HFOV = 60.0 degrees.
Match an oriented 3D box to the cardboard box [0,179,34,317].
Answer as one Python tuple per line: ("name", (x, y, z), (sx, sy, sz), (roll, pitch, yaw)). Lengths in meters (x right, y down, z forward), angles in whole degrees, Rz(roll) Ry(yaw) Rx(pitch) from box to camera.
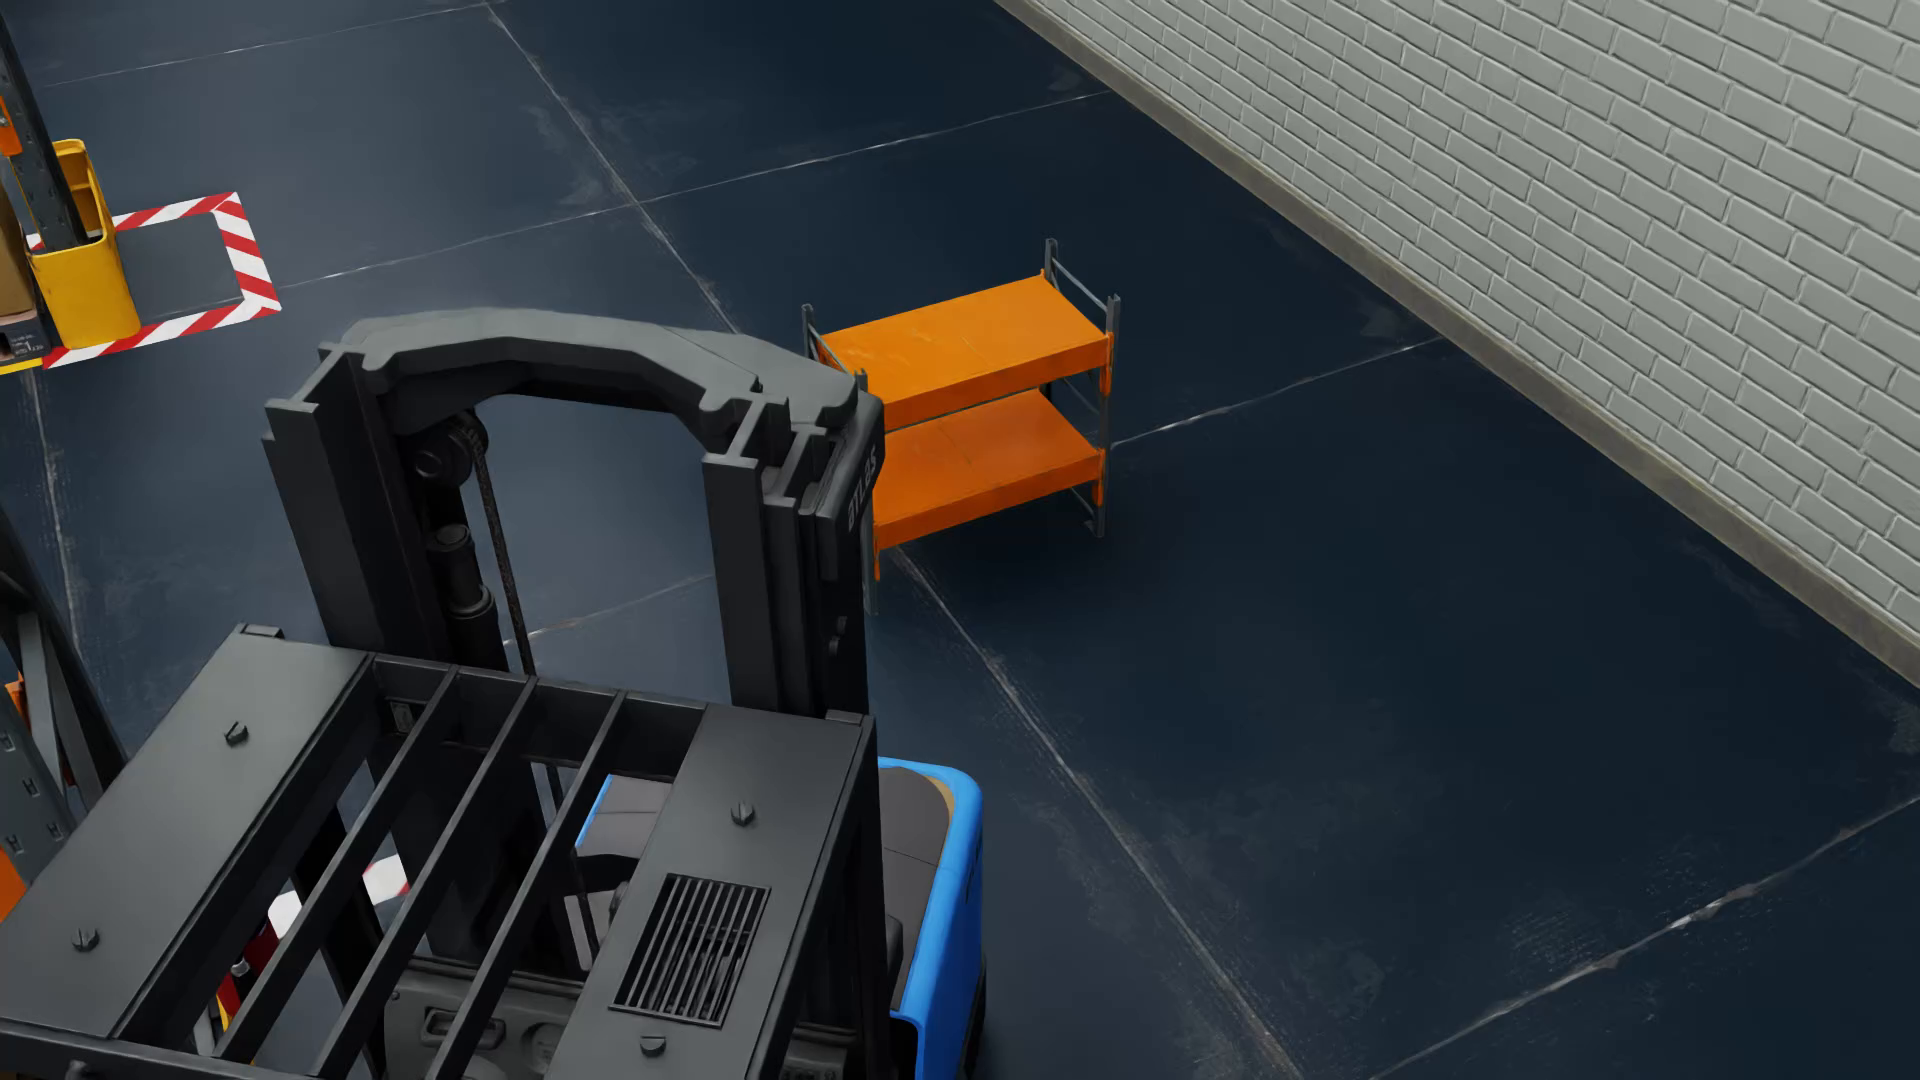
("cardboard box", (-4.859, -1.514, 7.536), (0.875, 0.875, 0.875), (-19, 44, -21))

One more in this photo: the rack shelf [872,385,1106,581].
("rack shelf", (0.006, -0.245, 6.547), (1.000, 0.278, 0.538), (-19, 44, -21))

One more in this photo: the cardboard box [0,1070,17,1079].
("cardboard box", (-2.480, 1.475, 4.107), (0.250, 0.149, 0.380), (-18, 43, -20))

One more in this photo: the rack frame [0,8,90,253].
("rack frame", (-4.329, -2.402, 7.265), (0.127, 3.000, 1.000), (-19, 44, -21))

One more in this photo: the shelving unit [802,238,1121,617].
("shelving unit", (0.006, -0.431, 6.389), (1.048, 1.125, 0.538), (-19, 44, -21))

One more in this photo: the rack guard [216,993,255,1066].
("rack guard", (-2.194, 1.448, 4.653), (0.348, 0.500, 1.175), (-19, 44, -21))

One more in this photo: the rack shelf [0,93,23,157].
("rack shelf", (-6.102, -1.530, 6.793), (4.000, 0.370, 1.077), (-19, 44, -21))

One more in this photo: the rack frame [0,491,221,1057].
("rack frame", (-2.127, 0.471, 3.872), (0.127, 3.000, 1.000), (-19, 44, -21))

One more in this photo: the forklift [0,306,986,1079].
("forklift", (-0.721, 1.180, 3.087), (1.130, 2.935, 3.031), (7, 41, 9))

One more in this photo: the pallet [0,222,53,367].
("pallet", (-5.002, -1.054, 7.832), (1.213, 0.211, 1.003), (-19, 44, -21))

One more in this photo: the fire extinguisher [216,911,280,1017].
("fire extinguisher", (-1.690, 0.832, 3.794), (0.183, 0.674, 0.296), (-19, 44, -21))

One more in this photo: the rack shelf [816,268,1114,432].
("rack shelf", (0.006, -0.655, 6.200), (1.000, 0.278, 0.538), (-19, 44, -21))

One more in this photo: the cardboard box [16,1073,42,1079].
("cardboard box", (-2.740, 1.372, 4.690), (0.250, 0.149, 0.380), (-18, 43, -20))

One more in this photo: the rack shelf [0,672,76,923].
("rack shelf", (-3.901, 1.342, 3.399), (4.000, 0.370, 1.077), (-19, 44, -21))

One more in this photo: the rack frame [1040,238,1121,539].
("rack frame", (0.457, -0.583, 6.568), (0.032, 1.125, 0.500), (-19, 44, -21))

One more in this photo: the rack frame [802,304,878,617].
("rack frame", (-0.445, -0.280, 6.210), (0.032, 1.125, 0.500), (-19, 44, -21))

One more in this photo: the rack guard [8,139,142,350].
("rack guard", (-4.307, -1.455, 8.082), (0.348, 0.500, 1.175), (-19, 44, -21))
